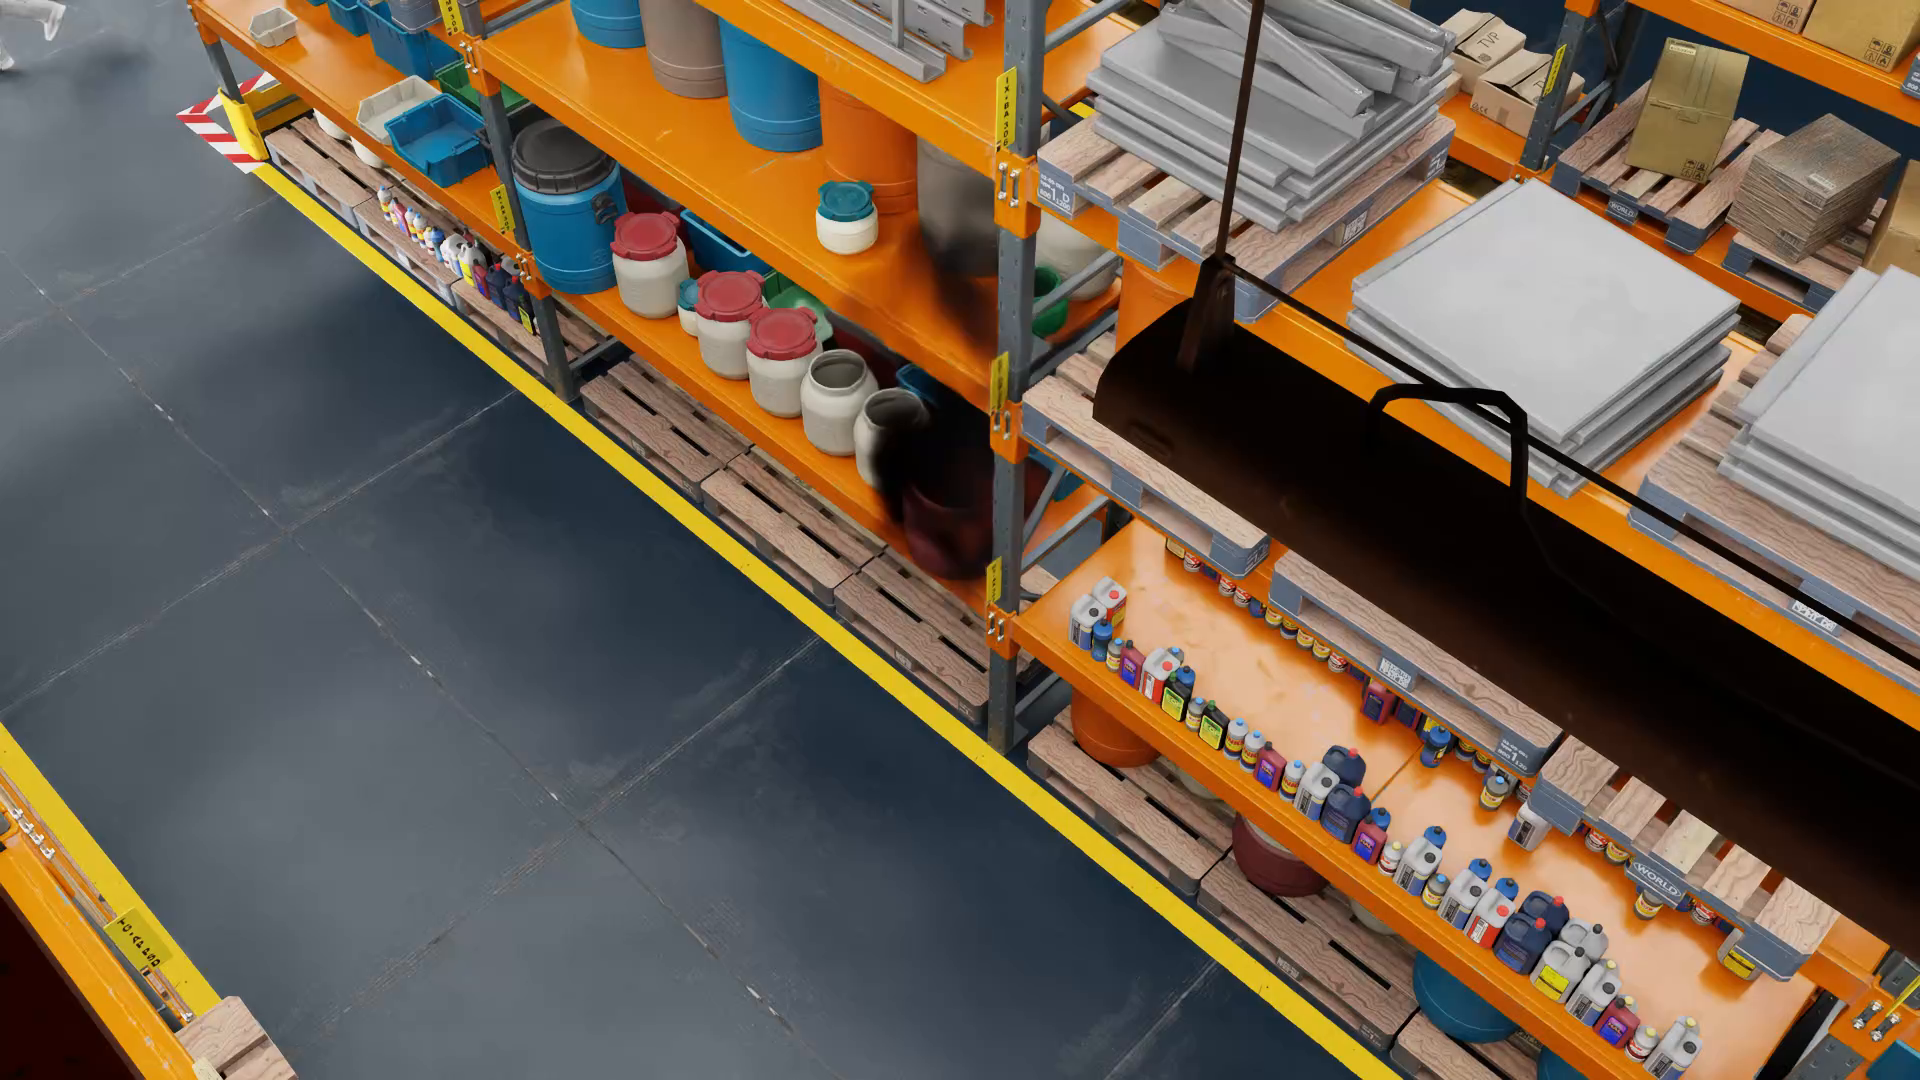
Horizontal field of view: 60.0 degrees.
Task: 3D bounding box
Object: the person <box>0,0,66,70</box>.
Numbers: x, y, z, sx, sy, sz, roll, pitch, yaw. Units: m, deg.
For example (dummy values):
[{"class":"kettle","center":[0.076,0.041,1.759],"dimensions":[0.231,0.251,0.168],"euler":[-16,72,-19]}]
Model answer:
[{"class":"person","center":[-7.708,-4.467,13.004],"dimensions":[0.856,1.779,0.724],"euler":[-13,51,-11]}]
